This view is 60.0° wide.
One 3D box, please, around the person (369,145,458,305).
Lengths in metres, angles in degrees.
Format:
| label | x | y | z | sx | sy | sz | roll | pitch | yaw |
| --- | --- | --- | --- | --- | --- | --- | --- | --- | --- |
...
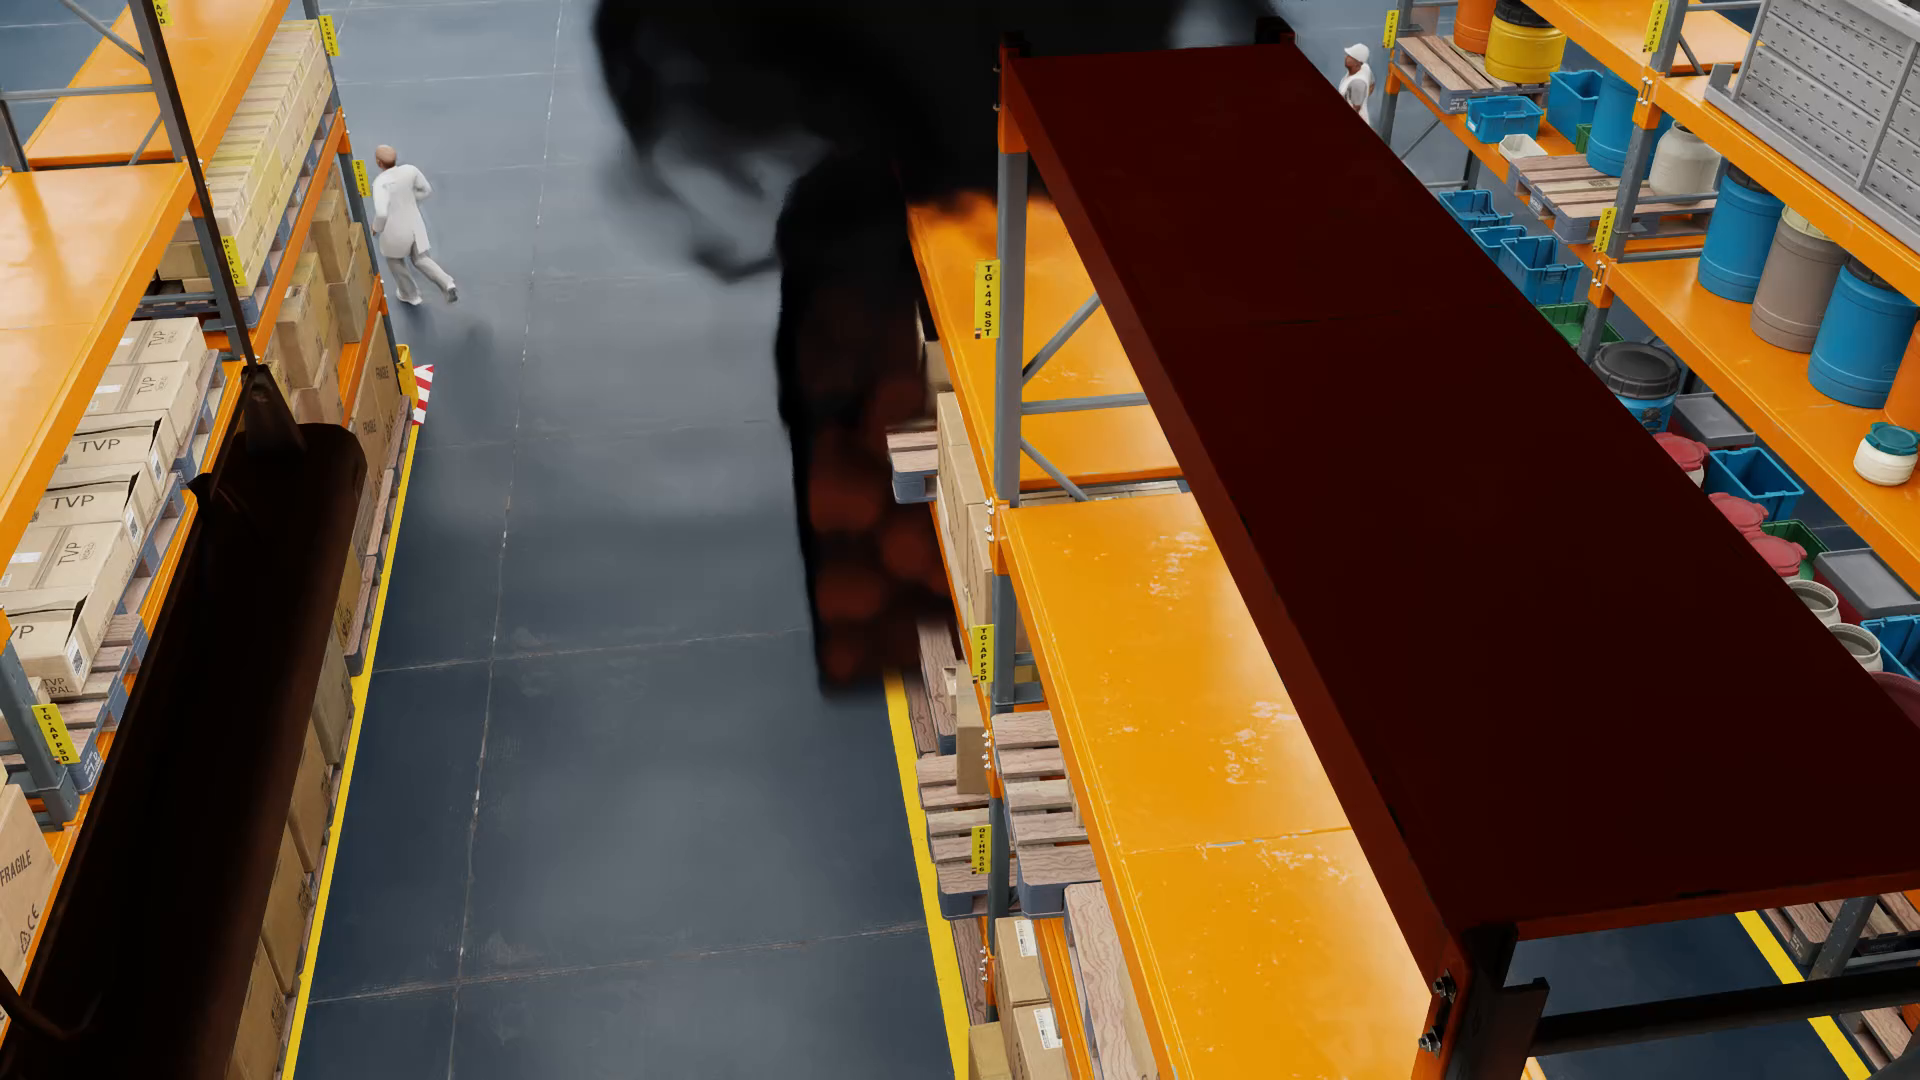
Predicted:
| label | x | y | z | sx | sy | sz | roll | pitch | yaw |
| --- | --- | --- | --- | --- | --- | --- | --- | --- | --- |
| person | -5.353 | -2.976 | 16.037 | 0.984 | 1.757 | 0.736 | 23 | 42 | 28 |

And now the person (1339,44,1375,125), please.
| label | x | y | z | sx | sy | sz | roll | pitch | yaw |
| --- | --- | --- | --- | --- | --- | --- | --- | --- | --- |
| person | 4.268 | -4.607 | 18.266 | 0.674 | 1.718 | 0.620 | 5 | 37 | 7 |
